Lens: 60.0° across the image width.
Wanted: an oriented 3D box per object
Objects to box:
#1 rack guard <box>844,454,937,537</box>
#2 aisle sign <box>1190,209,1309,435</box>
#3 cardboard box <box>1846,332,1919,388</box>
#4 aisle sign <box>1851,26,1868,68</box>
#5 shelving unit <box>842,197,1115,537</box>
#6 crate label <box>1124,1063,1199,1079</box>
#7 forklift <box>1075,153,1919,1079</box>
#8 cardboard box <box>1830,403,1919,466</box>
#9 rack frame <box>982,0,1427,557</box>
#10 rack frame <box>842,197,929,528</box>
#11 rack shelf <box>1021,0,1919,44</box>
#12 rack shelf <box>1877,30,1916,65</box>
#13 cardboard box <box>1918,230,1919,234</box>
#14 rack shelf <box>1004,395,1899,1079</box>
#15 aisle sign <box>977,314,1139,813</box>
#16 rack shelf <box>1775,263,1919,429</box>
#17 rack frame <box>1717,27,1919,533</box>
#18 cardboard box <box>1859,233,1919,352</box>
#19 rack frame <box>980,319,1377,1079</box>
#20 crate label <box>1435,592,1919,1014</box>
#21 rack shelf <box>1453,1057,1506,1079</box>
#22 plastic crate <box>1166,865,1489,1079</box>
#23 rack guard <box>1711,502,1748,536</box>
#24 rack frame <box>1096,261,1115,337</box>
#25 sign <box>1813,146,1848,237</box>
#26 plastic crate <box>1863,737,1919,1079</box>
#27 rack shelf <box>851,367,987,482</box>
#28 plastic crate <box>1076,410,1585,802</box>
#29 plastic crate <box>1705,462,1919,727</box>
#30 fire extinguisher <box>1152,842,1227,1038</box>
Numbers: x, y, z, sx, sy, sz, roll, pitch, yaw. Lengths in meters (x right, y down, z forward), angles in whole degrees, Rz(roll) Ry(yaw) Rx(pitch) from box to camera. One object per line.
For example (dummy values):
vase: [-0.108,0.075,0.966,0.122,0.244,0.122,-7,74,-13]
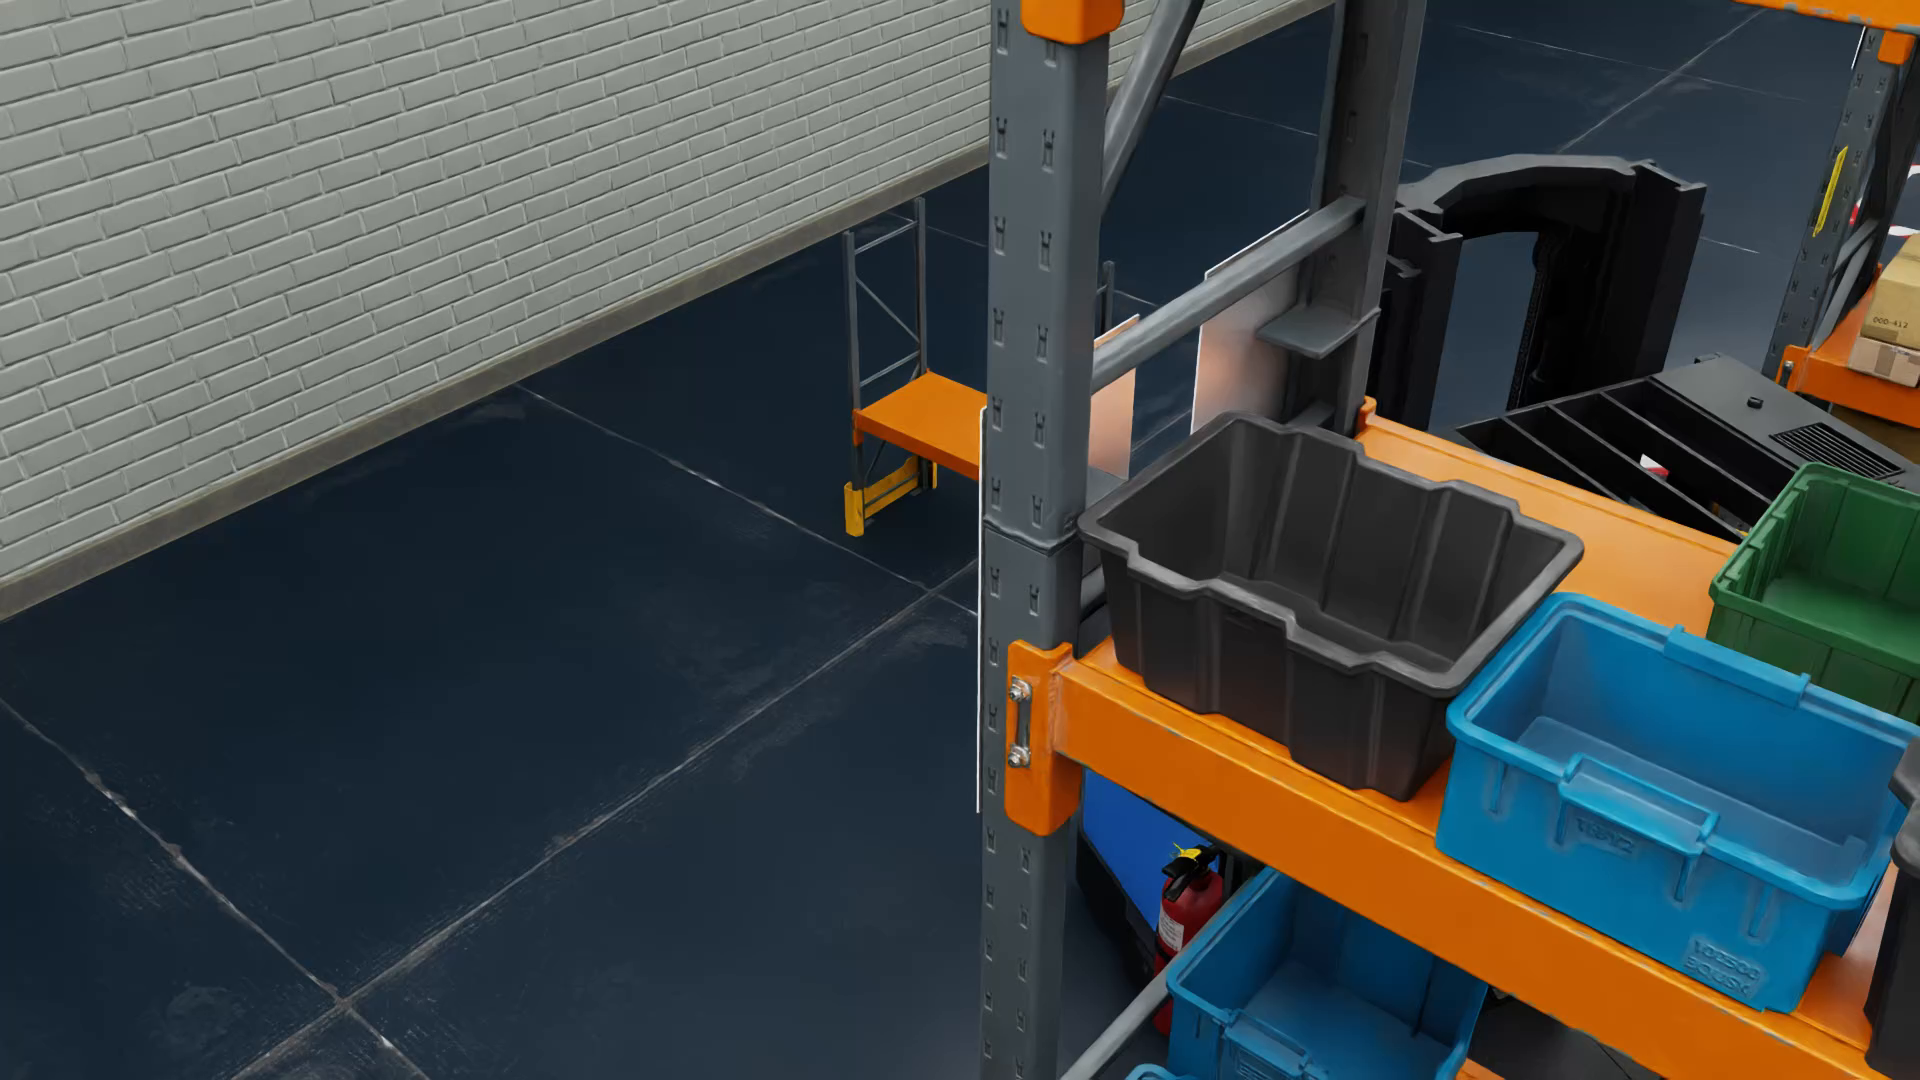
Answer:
rack guard: [-0.324,-0.256,7.902,0.087,0.250,0.587,25,42,32]
aisle sign: [0.534,-0.204,3.101,0.004,0.787,0.394,25,42,32]
cardboard box: [3.632,-0.758,6.426,0.250,0.149,0.380,26,42,32]
aisle sign: [3.323,-2.101,5.863,0.004,0.787,0.394,25,42,32]
shelving unit: [0.059,-0.591,7.285,1.083,1.500,0.587,25,42,32]
crate label: [0.381,1.298,3.305,0.303,0.233,0.416,25,42,32]
forklift: [1.466,0.672,4.182,1.130,2.935,3.031,-14,37,-19]
cardboard box: [4.113,-0.234,6.947,0.875,0.875,0.875,25,42,32]
rack frame: [0.401,-1.452,1.915,0.127,3.000,1.000,25,42,32]
rack frame: [-0.325,-0.771,7.549,0.032,1.500,0.500,25,42,32]
rack shelf: [1.938,-0.266,1.177,4.000,0.370,1.077,25,42,32]
rack shelf: [5.107,-1.349,5.051,4.000,0.370,1.077,25,42,32]
cardboard box: [4.113,-1.134,6.622,0.500,0.250,0.500,25,41,31]
rack shelf: [1.938,0.806,1.913,4.000,0.370,1.077,25,42,32]
aisle sign: [0.156,0.053,2.727,0.004,0.787,0.394,25,42,32]
rack shelf: [5.107,-0.113,5.900,4.000,0.370,1.077,25,42,32]
rack frame: [3.570,-1.134,6.751,0.127,3.000,1.000,25,42,32]
cardboard box: [3.767,-0.903,6.285,0.500,0.250,0.500,24,41,31]
rack frame: [0.401,1.021,3.613,0.127,3.000,1.000,25,42,32]
crate label: [0.904,0.321,2.115,0.502,0.251,0.408,25,42,32]
rack shelf: [1.938,2.042,2.762,4.000,0.370,1.077,25,42,32]
plastic crate: [0.778,1.022,3.528,0.499,0.435,0.616,25,42,32]
rack guard: [3.552,-0.112,7.471,0.348,0.500,1.175,25,42,32]
rack frame: [0.456,-0.403,7.012,0.032,1.500,0.500,25,42,32]
sign: [3.211,-1.284,6.135,0.005,0.325,0.100,25,42,32]
plastic crate: [1.400,0.483,1.802,0.767,0.338,0.504,25,42,32]
rack shelf: [0.066,-0.439,7.382,1.000,0.185,0.538,25,42,32]
plastic crate: [0.519,0.099,2.421,0.590,0.269,0.497,25,42,32]
plastic crate: [1.342,0.105,2.485,0.336,0.188,0.450,25,42,32]
fire extinguisher: [0.576,0.955,4.108,0.183,0.674,0.296,25,42,32]
